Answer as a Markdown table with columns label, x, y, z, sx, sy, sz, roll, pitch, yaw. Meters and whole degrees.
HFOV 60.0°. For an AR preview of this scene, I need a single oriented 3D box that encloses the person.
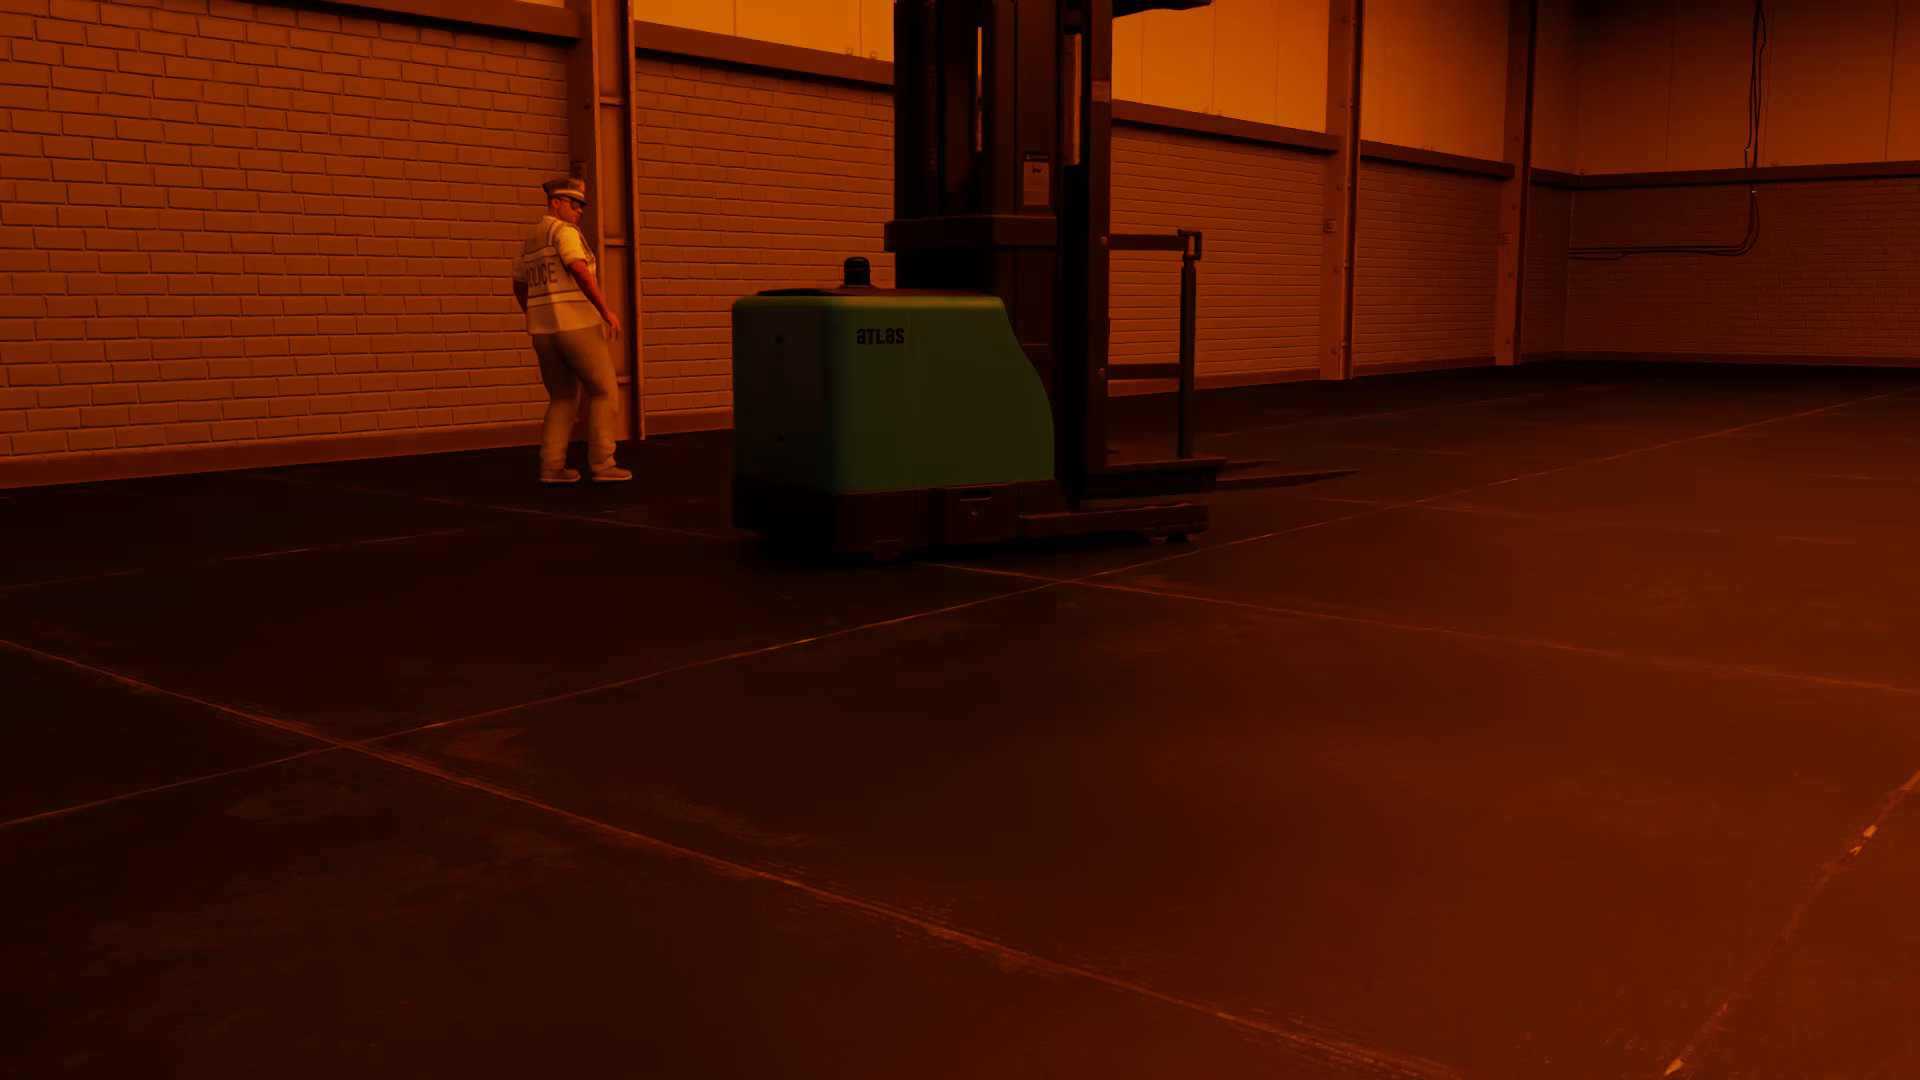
| label | x | y | z | sx | sy | sz | roll | pitch | yaw |
| --- | --- | --- | --- | --- | --- | --- | --- | --- | --- |
| person | -2.240 | -1.193 | 9.584 | 0.737 | 1.735 | 0.531 | 6 | 10 | 34 |

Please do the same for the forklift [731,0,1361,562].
| label | x | y | z | sx | sy | sz | roll | pitch | yaw |
| --- | --- | --- | --- | --- | --- | --- | --- | --- | --- |
| forklift | 0.518 | -1.498 | 7.522 | 3.031 | 2.935 | 1.130 | -5 | 10 | -31 |
